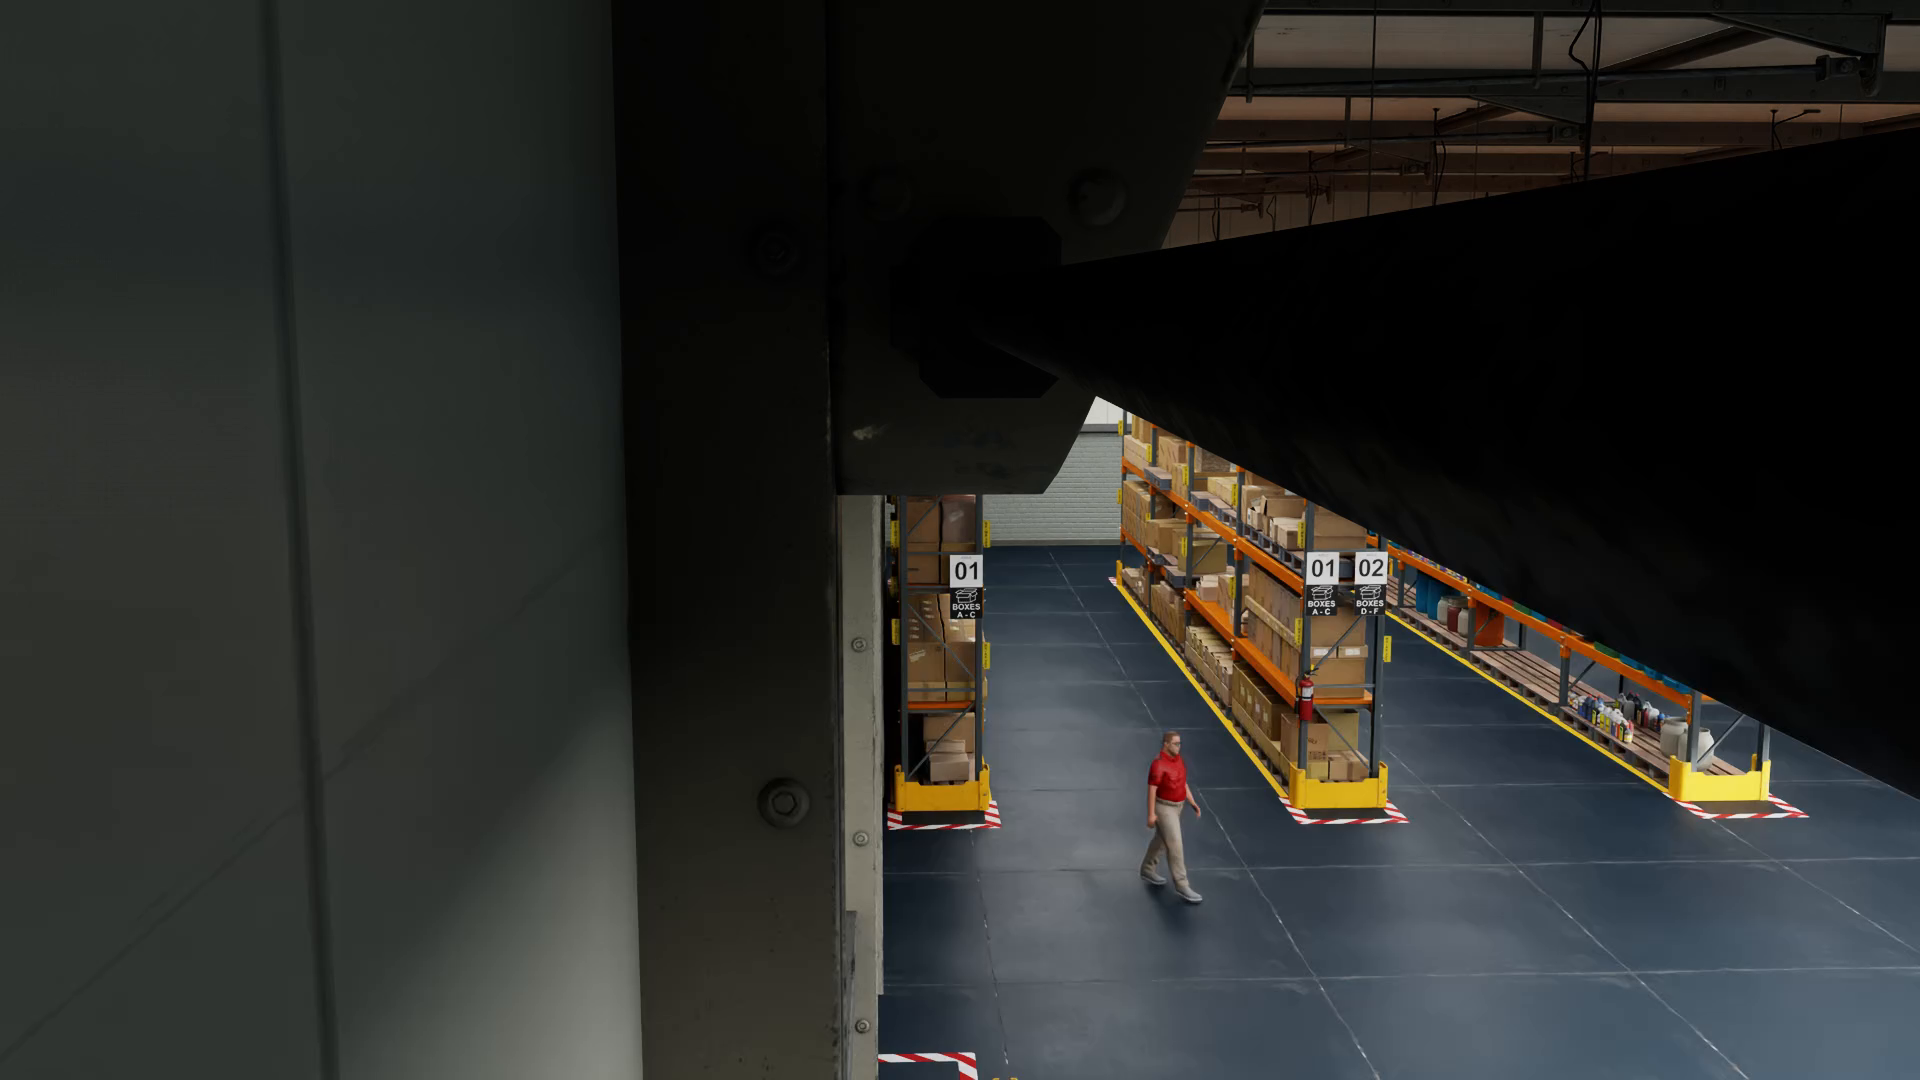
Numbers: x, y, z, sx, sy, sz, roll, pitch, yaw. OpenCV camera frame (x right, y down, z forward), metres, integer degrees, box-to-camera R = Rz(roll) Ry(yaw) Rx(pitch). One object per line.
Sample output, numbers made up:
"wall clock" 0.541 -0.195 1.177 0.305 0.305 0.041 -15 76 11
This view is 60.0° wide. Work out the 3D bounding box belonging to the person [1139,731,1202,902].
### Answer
"person" 2.275 2.882 17.674 0.824 1.703 0.594 4 9 27
